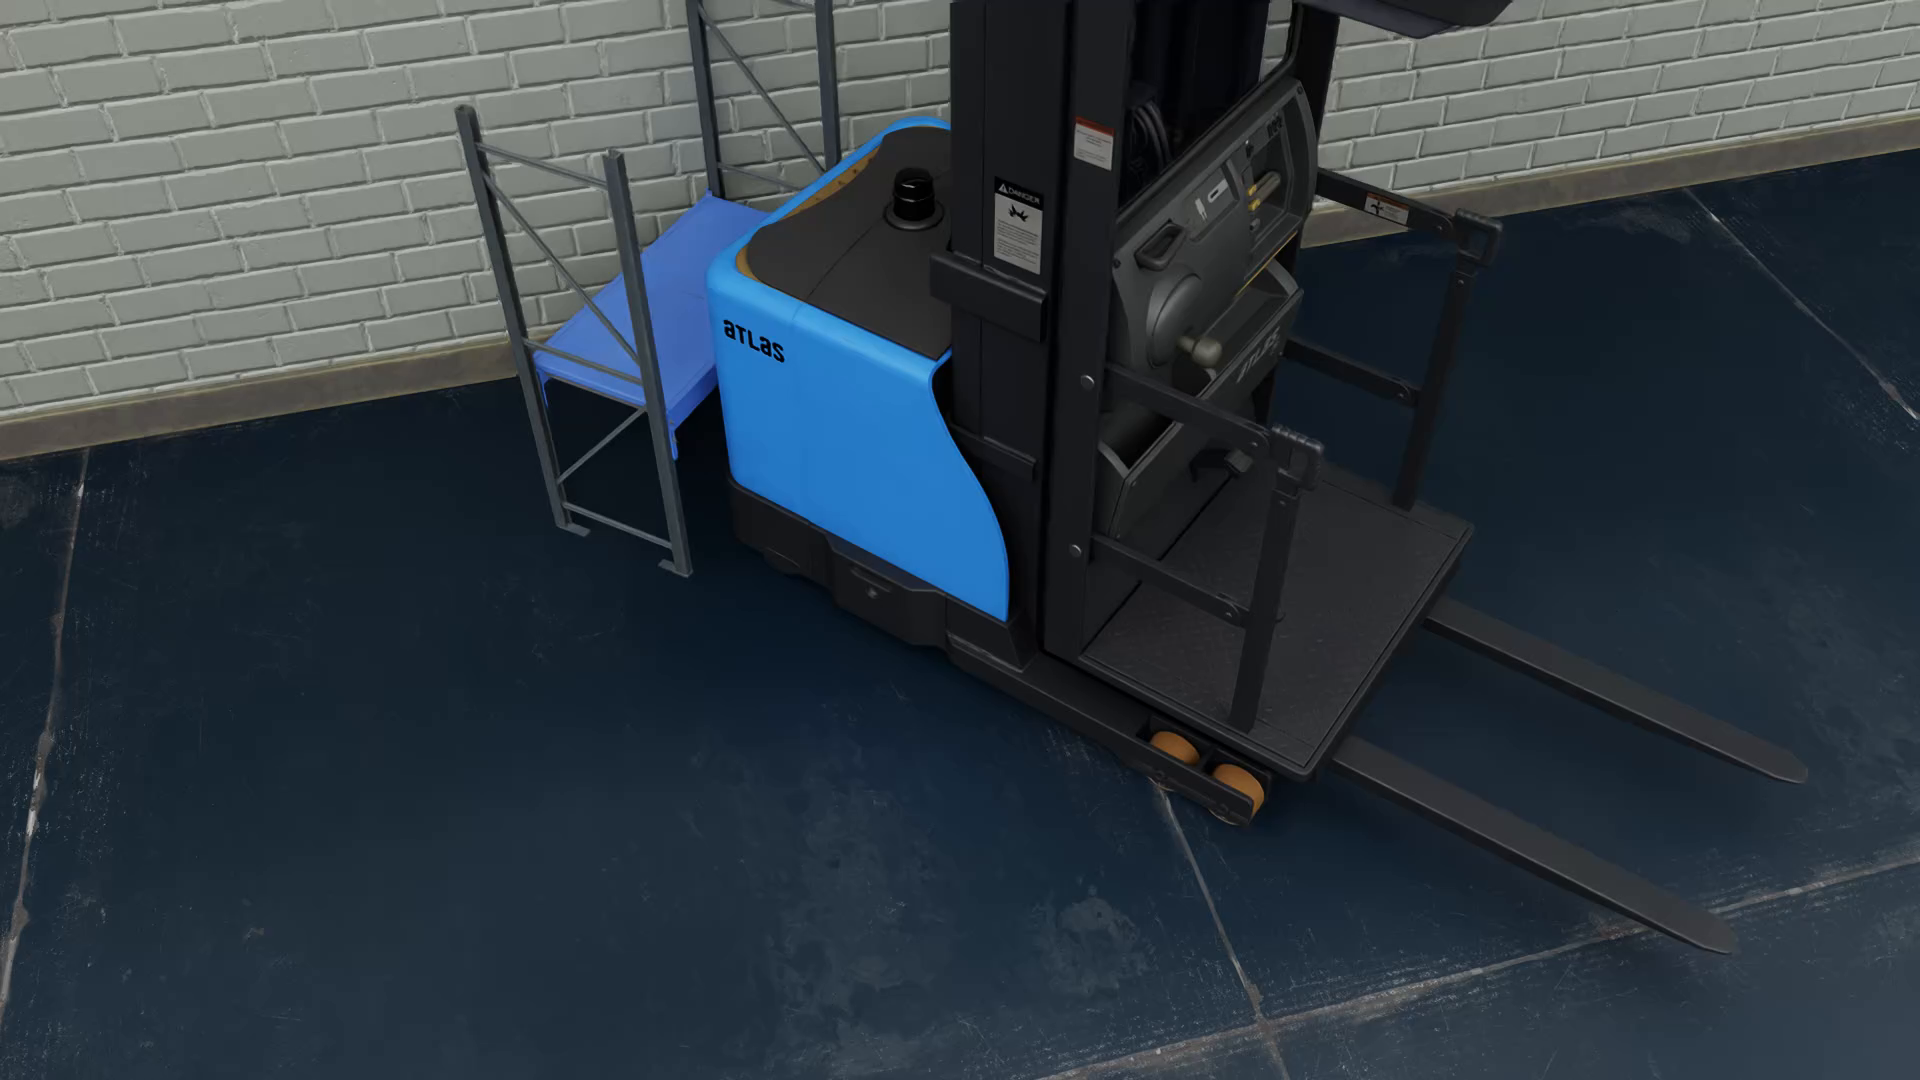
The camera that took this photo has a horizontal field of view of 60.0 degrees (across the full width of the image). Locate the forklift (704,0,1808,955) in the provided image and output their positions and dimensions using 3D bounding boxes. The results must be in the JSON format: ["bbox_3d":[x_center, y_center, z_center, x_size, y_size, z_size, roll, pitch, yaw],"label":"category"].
[{"bbox_3d":[0.789,-0.694,3.878,3.031,2.935,1.130,27,51,24],"label":"forklift"}]

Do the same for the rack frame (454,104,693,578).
[{"bbox_3d":[-1.056,-0.497,4.687,0.500,1.500,0.032,20,49,19],"label":"rack frame"}]

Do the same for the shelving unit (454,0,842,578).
[{"bbox_3d":[-0.825,-0.821,5.004,0.538,1.500,1.048,20,49,19],"label":"shelving unit"}]

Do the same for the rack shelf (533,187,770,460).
[{"bbox_3d":[-0.825,-0.695,5.132,0.538,0.185,1.000,20,49,19],"label":"rack shelf"}]

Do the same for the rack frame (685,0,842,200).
[{"bbox_3d":[-0.595,-1.144,5.321,0.500,1.500,0.032,20,49,19],"label":"rack frame"}]
